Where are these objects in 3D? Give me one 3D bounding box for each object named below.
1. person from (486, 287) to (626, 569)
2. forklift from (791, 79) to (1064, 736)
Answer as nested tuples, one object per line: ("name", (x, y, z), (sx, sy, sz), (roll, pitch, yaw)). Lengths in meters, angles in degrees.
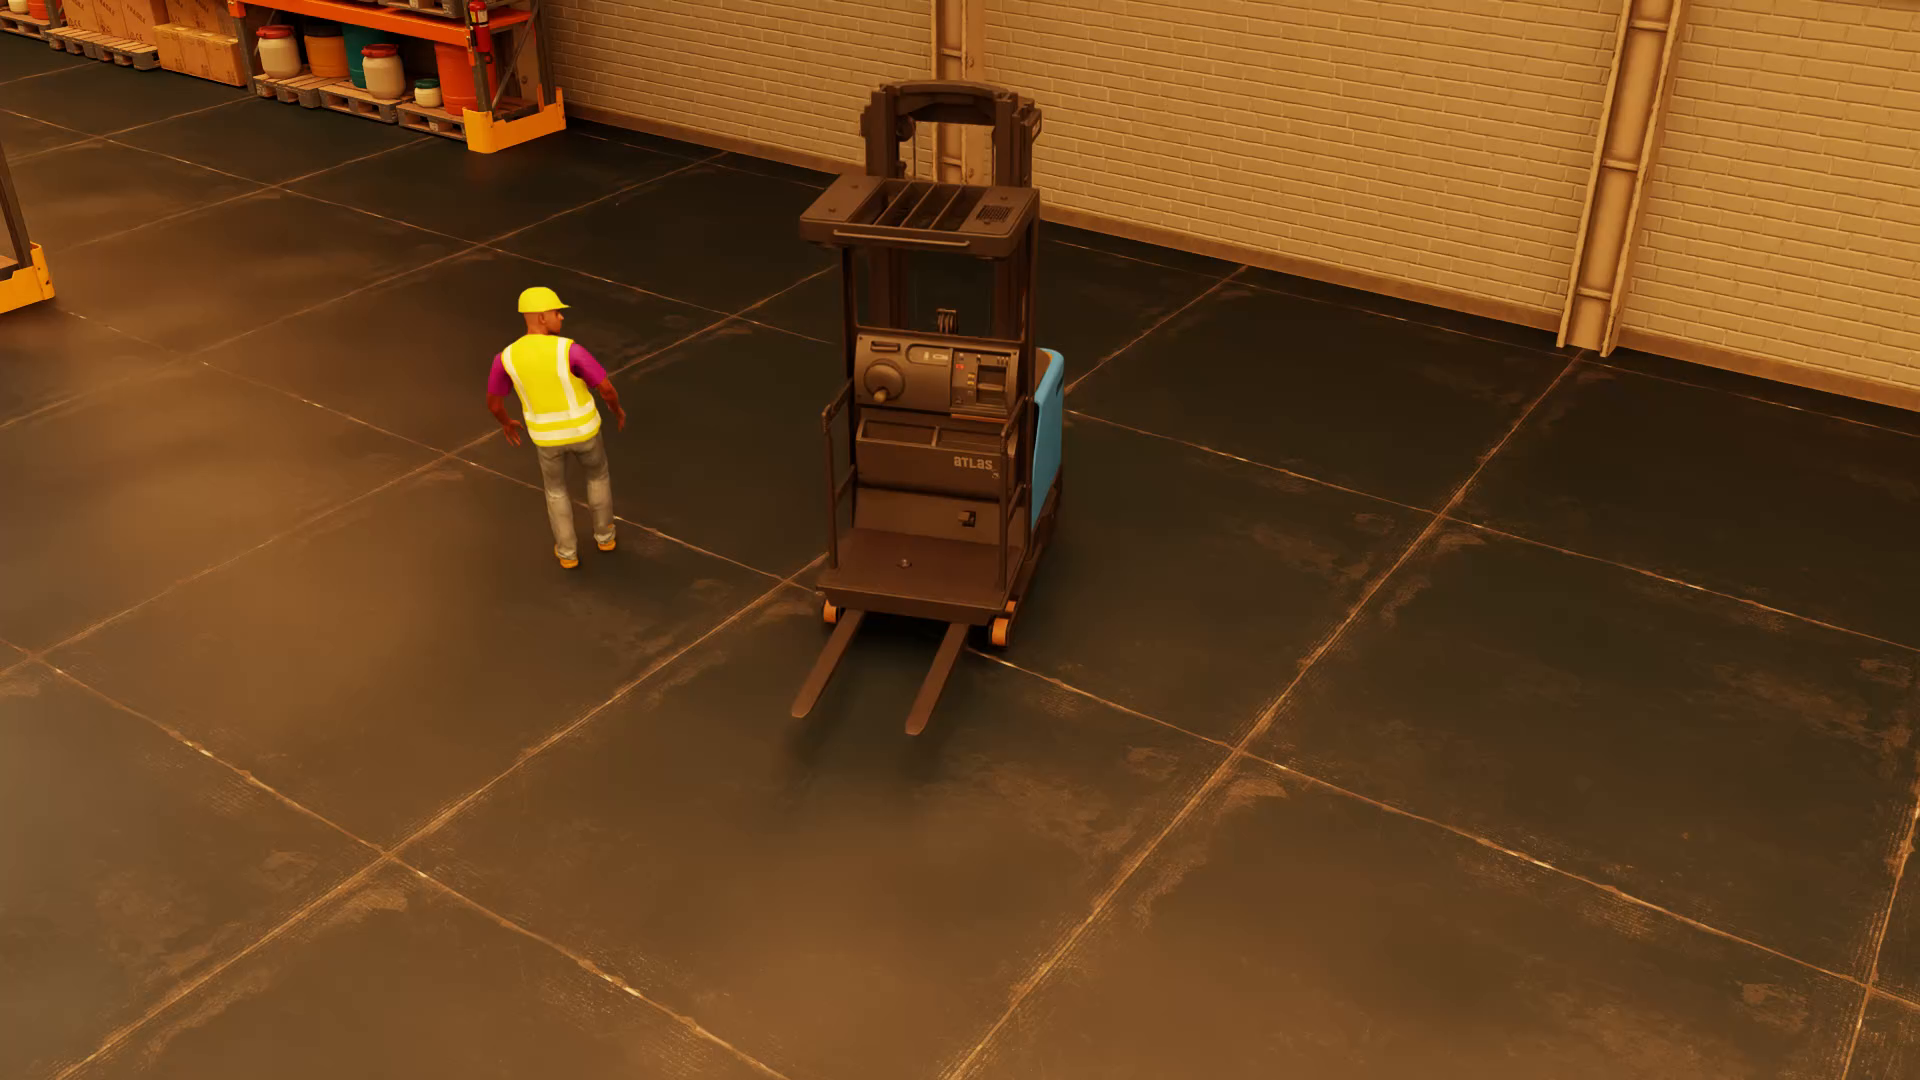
("person", (-2.392, -0.689, 9.956), (0.785, 1.739, 0.519), (-3, 30, -5))
("forklift", (-0.181, -0.872, 9.083), (1.130, 2.935, 3.031), (7, 31, 12))
